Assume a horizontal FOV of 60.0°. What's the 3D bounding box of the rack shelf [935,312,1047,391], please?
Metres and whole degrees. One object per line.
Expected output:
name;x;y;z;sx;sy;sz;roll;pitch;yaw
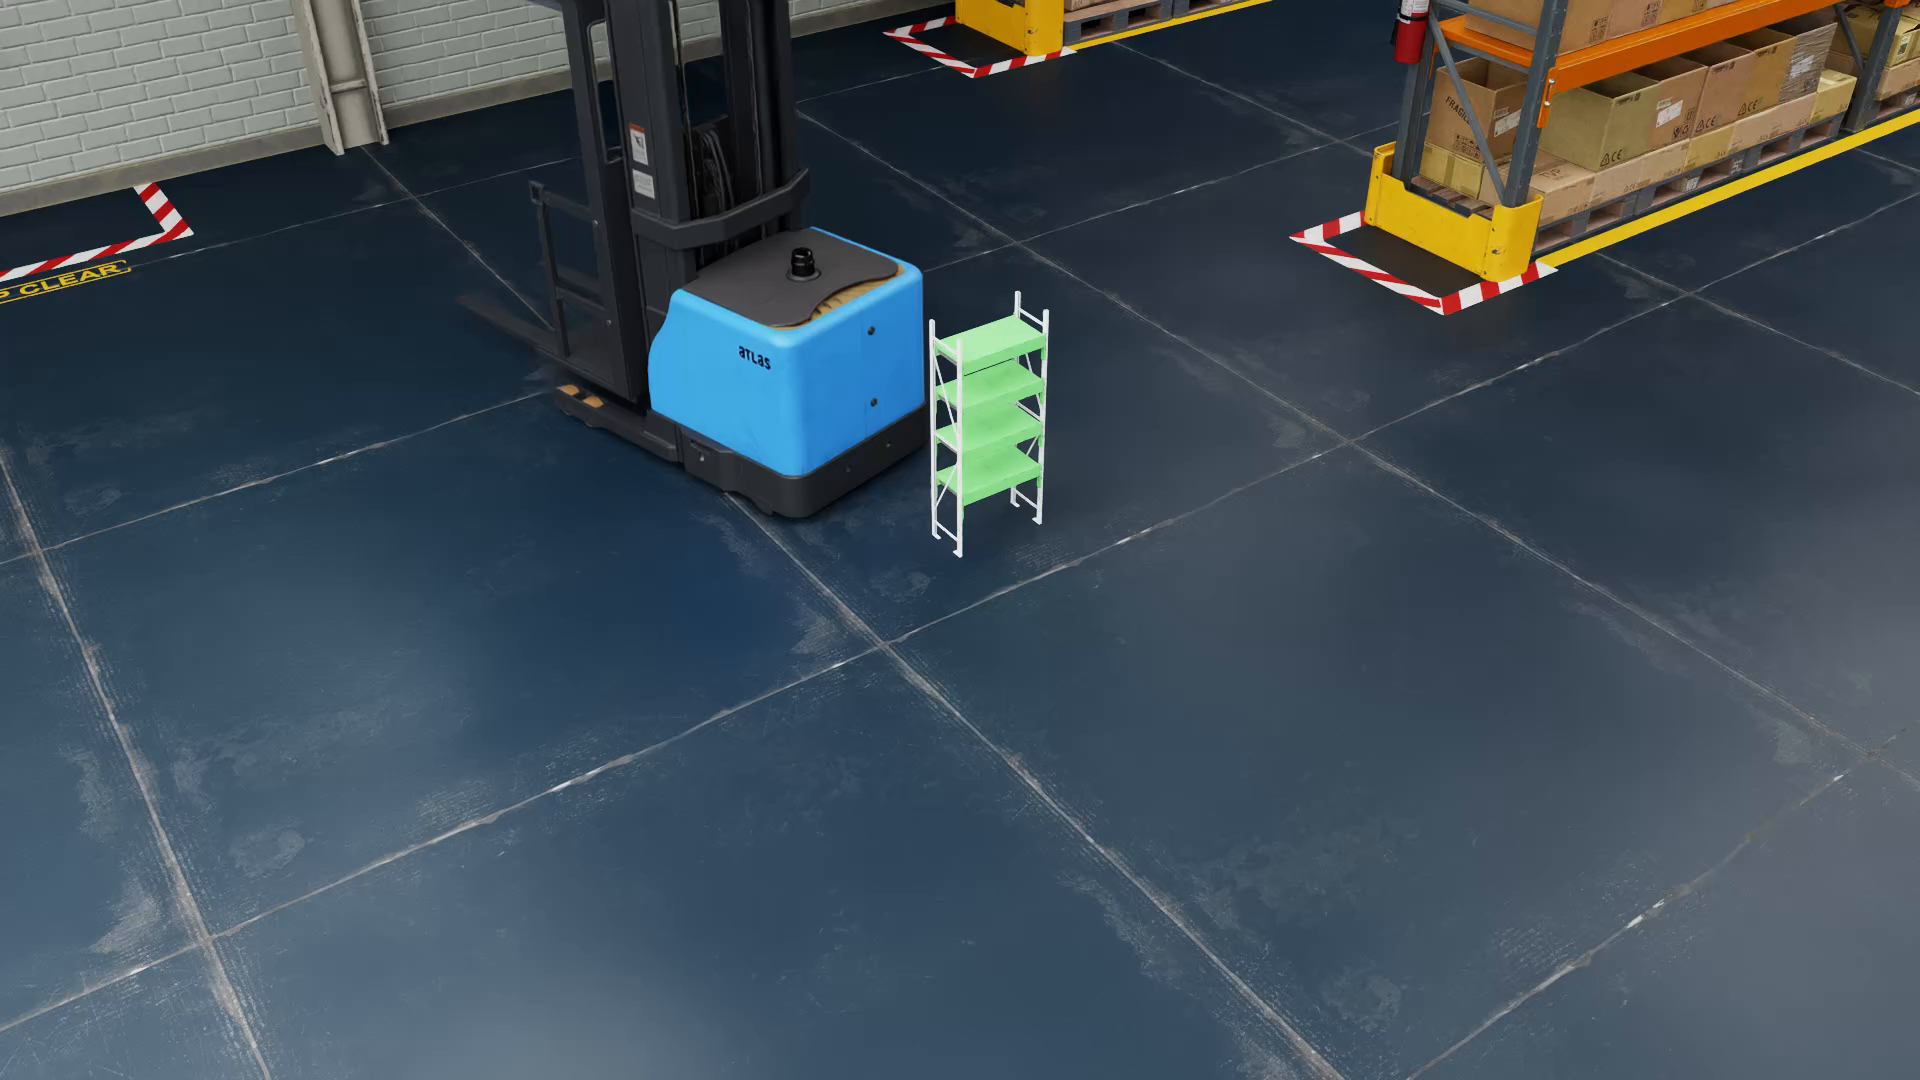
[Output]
rack shelf;0.135;-0.881;7.734;0.480;0.148;0.258;-22;41;-28

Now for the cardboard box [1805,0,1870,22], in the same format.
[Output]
cardboard box;6.641;-4.077;12.865;0.500;0.311;0.500;-22;41;-28

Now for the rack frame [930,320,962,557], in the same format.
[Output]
rack frame;-0.064;-0.461;7.863;0.015;1.200;0.240;-22;41;-28

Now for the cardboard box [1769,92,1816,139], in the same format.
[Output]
cardboard box;5.808;-3.153;12.060;0.500;0.250;0.500;-22;41;-28

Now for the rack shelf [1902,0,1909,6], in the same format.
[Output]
rack shelf;8.110;-4.903;13.114;4.000;0.370;1.077;-22;41;-28

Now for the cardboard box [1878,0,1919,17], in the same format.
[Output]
cardboard box;7.369;-3.990;12.744;0.500;0.311;0.500;-23;42;-28

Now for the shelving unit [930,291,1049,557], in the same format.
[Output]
shelving unit;0.135;-0.543;7.977;0.503;1.200;0.258;-22;41;-28

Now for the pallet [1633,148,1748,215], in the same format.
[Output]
pallet;4.803;-2.730;11.865;1.213;0.211;1.003;-22;41;-28

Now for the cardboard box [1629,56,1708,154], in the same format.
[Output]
cardboard box;4.581;-2.953;11.140;0.500;0.500;0.500;-22;41;-28

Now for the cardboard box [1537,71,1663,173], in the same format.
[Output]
cardboard box;4.180;-2.779;10.897;0.500;0.500;0.500;-22;41;-28

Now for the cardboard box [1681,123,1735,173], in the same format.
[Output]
cardboard box;4.999;-2.809;11.582;0.500;0.250;0.500;-22;41;-28

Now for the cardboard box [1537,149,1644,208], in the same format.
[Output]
cardboard box;4.179;-2.475;11.118;0.500;0.250;0.500;-22;41;-28

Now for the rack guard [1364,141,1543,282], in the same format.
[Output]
rack guard;3.186;-2.154;10.816;0.348;0.500;1.175;-22;41;-28

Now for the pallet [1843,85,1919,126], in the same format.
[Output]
pallet;7.055;-3.657;13.153;1.213;0.211;1.003;-22;41;-28

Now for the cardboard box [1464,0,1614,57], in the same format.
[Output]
cardboard box;3.594;-3.368;10.279;0.500;0.500;0.700;-22;41;-28

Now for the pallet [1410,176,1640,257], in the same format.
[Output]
pallet;3.806;-2.322;11.297;1.213;0.211;1.003;-22;41;-28

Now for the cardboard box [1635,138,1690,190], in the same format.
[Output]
cardboard box;4.588;-2.643;11.351;0.500;0.250;0.500;-22;41;-28

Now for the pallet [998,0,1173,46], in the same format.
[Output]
pallet;1.095;-4.690;14.590;1.213;0.211;1.003;-22;41;-28

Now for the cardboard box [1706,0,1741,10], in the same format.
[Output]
cardboard box;4.858;-3.890;11.004;0.500;0.500;0.700;-21;41;-27

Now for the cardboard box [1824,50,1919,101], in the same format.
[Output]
cardboard box;6.948;-3.594;12.673;0.500;0.250;0.500;-23;42;-29

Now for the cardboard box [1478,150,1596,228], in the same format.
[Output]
cardboard box;3.772;-2.305;10.881;0.500;0.250;0.500;-22;41;-28

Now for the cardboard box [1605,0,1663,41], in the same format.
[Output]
cardboard box;4.021;-3.547;10.527;0.500;0.500;0.700;-21;41;-27

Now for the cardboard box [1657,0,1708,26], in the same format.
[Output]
cardboard box;4.430;-3.711;10.756;0.500;0.500;0.700;-22;41;-28

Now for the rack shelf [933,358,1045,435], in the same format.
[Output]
rack shelf;0.135;-0.686;7.874;0.480;0.148;0.258;-22;41;-28

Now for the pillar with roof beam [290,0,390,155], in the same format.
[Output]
pillar with roof beam;-2.002;-4.551;6.870;0.400;9.000;9.100;-22;41;-28

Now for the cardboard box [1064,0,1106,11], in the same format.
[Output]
cardboard box;0.966;-4.816;14.304;0.500;0.311;0.500;-28;44;-33

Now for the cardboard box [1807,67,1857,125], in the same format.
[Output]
cardboard box;6.222;-3.316;12.287;0.500;0.250;0.500;-22;41;-28

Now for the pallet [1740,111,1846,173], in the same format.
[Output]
pallet;5.801;-3.143;12.439;1.213;0.211;1.003;-22;41;-28

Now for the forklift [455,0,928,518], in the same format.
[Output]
forklift;-1.623;-2.018;8.546;3.031;2.935;1.130;26;43;32

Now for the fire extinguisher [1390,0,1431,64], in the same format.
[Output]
fire extinguisher;2.841;-3.327;10.373;0.183;0.674;0.296;-22;41;-28

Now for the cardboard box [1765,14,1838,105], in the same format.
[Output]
cardboard box;5.807;-3.458;11.842;0.500;0.500;0.500;-22;41;-28

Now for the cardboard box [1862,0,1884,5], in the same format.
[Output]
cardboard box;7.063;-4.255;13.112;0.500;0.311;0.500;-21;41;-27

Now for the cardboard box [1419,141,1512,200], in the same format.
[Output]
cardboard box;3.474;-2.552;11.225;0.500;0.250;0.500;-22;41;-28

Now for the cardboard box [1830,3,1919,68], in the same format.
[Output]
cardboard box;6.956;-3.824;12.513;0.500;0.311;0.500;-22;41;-28

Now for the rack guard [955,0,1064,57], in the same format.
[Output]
rack guard;0.411;-4.550;14.149;0.348;0.500;1.175;-22;41;-28

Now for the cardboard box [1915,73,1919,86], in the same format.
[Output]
cardboard box;7.366;-3.765;12.911;0.500;0.250;0.500;-21;41;-27

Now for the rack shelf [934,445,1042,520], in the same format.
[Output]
rack shelf;0.135;-0.296;8.155;0.480;0.148;0.258;-22;41;-28

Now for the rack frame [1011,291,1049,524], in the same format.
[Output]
rack frame;0.335;-0.625;8.091;0.015;1.200;0.240;-22;41;-28

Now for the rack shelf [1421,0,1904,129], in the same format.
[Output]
rack shelf;4.840;-3.557;11.243;4.000;0.370;1.077;-22;41;-28

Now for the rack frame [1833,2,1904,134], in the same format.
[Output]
rack frame;6.475;-4.522;11.969;0.127;3.000;1.000;-22;41;-28

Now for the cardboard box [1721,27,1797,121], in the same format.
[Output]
cardboard box;5.400;-3.288;11.605;0.500;0.500;0.500;-22;41;-28

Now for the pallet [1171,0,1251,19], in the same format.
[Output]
pallet;2.092;-5.097;15.157;1.213;0.211;1.003;-22;41;-28

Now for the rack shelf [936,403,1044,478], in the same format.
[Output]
rack shelf;0.135;-0.491;8.014;0.480;0.148;0.258;-22;41;-28

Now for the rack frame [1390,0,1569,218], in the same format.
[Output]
rack frame;3.206;-3.177;10.098;0.127;3.000;1.000;-22;41;-28

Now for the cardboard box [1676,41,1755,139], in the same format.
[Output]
cardboard box;5.000;-3.113;11.362;0.500;0.500;0.500;-22;41;-28

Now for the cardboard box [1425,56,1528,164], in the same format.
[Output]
cardboard box;3.472;-2.858;11.007;0.500;0.500;0.500;-22;41;-28

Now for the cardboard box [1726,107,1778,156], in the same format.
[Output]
cardboard box;5.407;-2.977;11.816;0.500;0.250;0.500;-22;41;-28
